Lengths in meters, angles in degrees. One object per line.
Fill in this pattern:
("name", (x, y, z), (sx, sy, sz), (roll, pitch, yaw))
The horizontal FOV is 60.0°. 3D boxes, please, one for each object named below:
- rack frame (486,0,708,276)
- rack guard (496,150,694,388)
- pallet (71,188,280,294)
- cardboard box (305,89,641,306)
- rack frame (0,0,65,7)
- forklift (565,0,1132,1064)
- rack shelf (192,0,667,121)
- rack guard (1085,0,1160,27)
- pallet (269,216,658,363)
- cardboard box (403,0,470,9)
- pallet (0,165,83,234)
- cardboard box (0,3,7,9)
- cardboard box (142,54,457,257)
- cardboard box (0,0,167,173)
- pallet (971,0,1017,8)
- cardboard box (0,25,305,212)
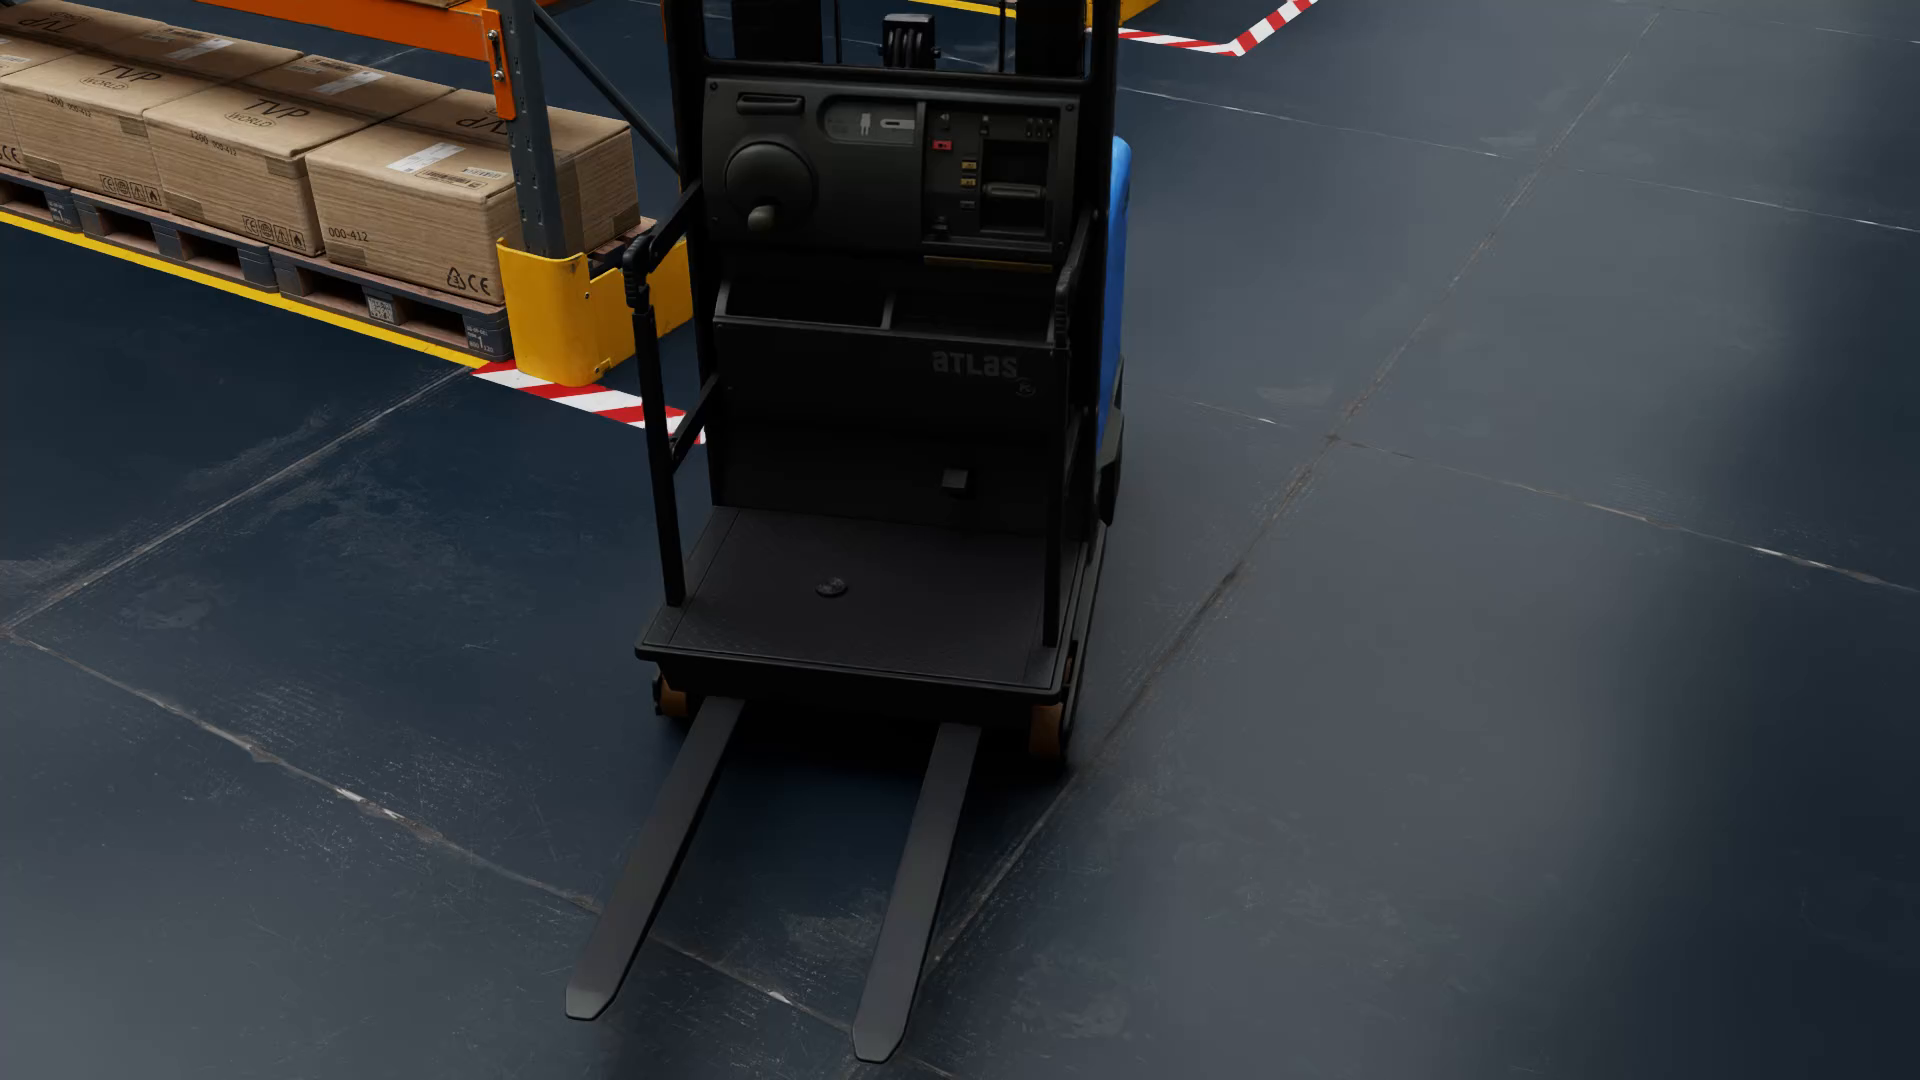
("rack frame", (-1.265, -2.128, 5.739), (0.127, 3.000, 1.000), (18, 37, 24))
("rack guard", (-1.244, -1.081, 6.422), (0.348, 0.500, 1.175), (18, 37, 24))
("pallet", (-3.053, -1.486, 7.291), (1.213, 0.211, 1.003), (18, 37, 24))
("cardboard box", (-1.887, -1.370, 6.534), (0.875, 0.438, 0.875), (16, 37, 23))
("rack frame", (-4.738, -3.228, 7.391), (0.127, 3.000, 1.000), (18, 37, 24))
("forklift", (-0.211, -0.857, 3.893), (1.130, 2.935, 3.031), (6, 34, 8))
("rack shelf", (-3.001, -2.379, 6.765), (4.000, 0.370, 1.077), (18, 37, 24))
("rack guard", (1.038, -3.518, 10.083), (0.348, 0.500, 1.175), (18, 37, 24))
("pallet", (-1.998, -1.150, 6.786), (1.213, 0.211, 1.003), (18, 37, 24))
("cardboard box", (-1.815, -2.175, 5.720), (0.500, 0.500, 0.500), (18, 38, 25))
("pallet", (-4.116, -1.821, 7.794), (1.213, 0.211, 1.003), (18, 37, 24))
("cardboard box", (-5.316, -2.651, 8.062), (0.875, 0.875, 0.875), (19, 38, 26))
("cardboard box", (-2.686, -1.617, 6.905), (0.875, 0.438, 0.875), (19, 38, 26))
("cardboard box", (-4.246, -2.112, 7.648), (0.875, 0.438, 0.875), (17, 37, 24))
("pallet", (0.350, -3.639, 10.524), (1.213, 0.211, 1.003), (18, 37, 24))
("cardboard box", (-3.468, -1.866, 7.279), (0.875, 0.438, 0.875), (16, 37, 23))
